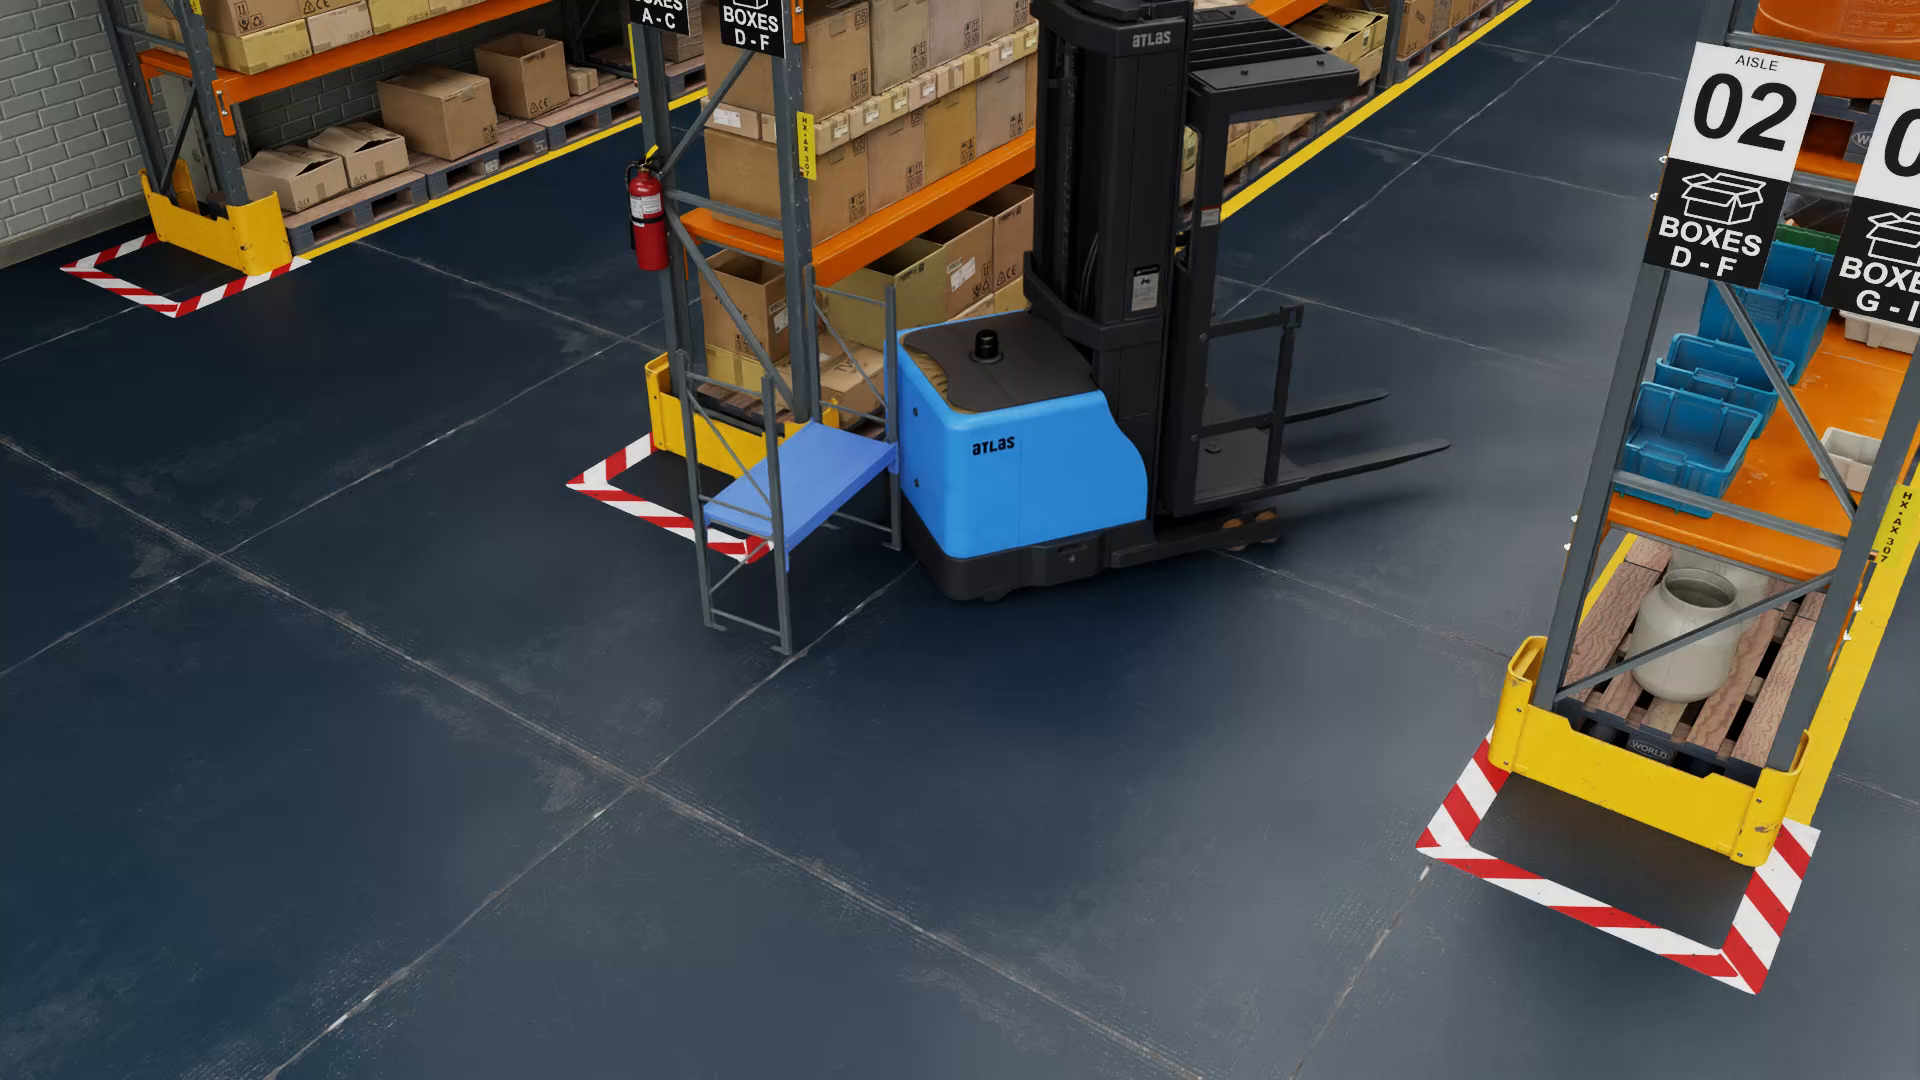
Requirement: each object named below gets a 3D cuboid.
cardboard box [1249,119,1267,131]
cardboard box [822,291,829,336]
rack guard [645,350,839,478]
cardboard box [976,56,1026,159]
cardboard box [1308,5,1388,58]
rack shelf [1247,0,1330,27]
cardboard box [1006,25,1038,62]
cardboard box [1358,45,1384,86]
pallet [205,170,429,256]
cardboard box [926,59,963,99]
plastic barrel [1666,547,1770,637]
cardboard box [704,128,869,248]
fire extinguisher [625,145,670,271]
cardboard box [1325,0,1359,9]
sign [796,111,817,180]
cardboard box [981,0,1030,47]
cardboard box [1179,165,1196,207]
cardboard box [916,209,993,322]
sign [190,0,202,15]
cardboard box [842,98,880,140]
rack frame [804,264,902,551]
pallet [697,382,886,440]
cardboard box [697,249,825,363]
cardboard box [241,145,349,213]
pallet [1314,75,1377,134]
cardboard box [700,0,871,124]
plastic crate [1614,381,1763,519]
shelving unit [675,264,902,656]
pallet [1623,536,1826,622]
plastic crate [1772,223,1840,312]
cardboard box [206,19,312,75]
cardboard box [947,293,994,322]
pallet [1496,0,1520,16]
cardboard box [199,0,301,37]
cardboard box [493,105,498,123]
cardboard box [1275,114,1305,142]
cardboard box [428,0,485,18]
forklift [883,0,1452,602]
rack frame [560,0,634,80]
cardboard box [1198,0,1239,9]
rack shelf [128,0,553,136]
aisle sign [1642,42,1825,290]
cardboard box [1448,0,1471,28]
[{"bbox_3d":[2.110,-3.381,12.651,0.500,0.311,0.500,20,39,27],"label":"cardboard box"},{"bbox_3d":[-0.857,-1.305,10.082,0.500,0.250,0.500,21,39,28],"label":"cardboard box"},{"bbox_3d":[-1.209,-0.649,9.263,1.175,0.500,0.348,21,39,28],"label":"rack guard"},{"bbox_3d":[-0.038,-2.661,9.917,0.700,0.500,0.500,23,40,30],"label":"cardboard box"},{"bbox_3d":[3.270,-4.324,14.046,0.500,0.311,0.500,22,40,29],"label":"cardboard box"},{"bbox_3d":[2.226,-4.158,12.863,1.077,0.370,4.000,21,39,28],"label":"rack shelf"},{"bbox_3d":[0.232,-2.945,9.759,0.380,0.149,0.250,23,40,30],"label":"cardboard box"},{"bbox_3d":[3.267,-4.092,14.202,0.500,0.250,0.500,22,40,29],"label":"cardboard box"},{"bbox_3d":[-4.731,-2.518,12.285,1.003,0.211,1.213,21,39,28],"label":"pallet"},{"bbox_3d":[-0.207,-2.593,9.238,0.380,0.149,0.250,20,39,27],"label":"cardboard box"},{"bbox_3d":[3.470,0.187,7.641,0.421,0.512,0.421,0,34,0],"label":"plastic barrel"},{"bbox_3d":[-0.918,-1.947,8.862,0.700,0.500,0.500,21,39,28],"label":"cardboard box"},{"bbox_3d":[-1.644,-1.757,8.739,0.296,0.674,0.183,21,39,28],"label":"fire extinguisher"},{"bbox_3d":[3.707,-5.029,15.347,0.500,0.500,0.500,23,40,30],"label":"cardboard box"},{"bbox_3d":[-0.742,-1.906,8.048,0.100,0.325,0.005,21,39,28],"label":"sign"},{"bbox_3d":[-0.020,-3.216,9.580,0.700,0.500,0.500,21,39,28],"label":"cardboard box"},{"bbox_3d":[1.519,-2.677,12.111,0.500,0.250,0.500,20,39,27],"label":"cardboard box"},{"bbox_3d":[-0.148,-1.681,9.969,0.500,0.500,0.500,21,39,28],"label":"cardboard box"},{"bbox_3d":[-4.821,-3.461,10.417,0.100,0.325,0.005,21,39,28],"label":"sign"},{"bbox_3d":[-0.646,-2.239,8.715,0.380,0.149,0.250,20,39,27],"label":"cardboard box"},{"bbox_3d":[-0.528,-0.638,8.355,0.500,1.500,0.032,17,38,24],"label":"rack frame"},{"bbox_3d":[-0.793,-0.905,9.900,1.003,0.211,1.213,21,39,28],"label":"pallet"},{"bbox_3d":[-1.134,-1.382,9.527,0.500,0.500,0.500,21,39,28],"label":"cardboard box"},{"bbox_3d":[-4.798,-2.634,11.974,0.500,0.311,0.500,17,37,23],"label":"cardboard box"},{"bbox_3d":[2.865,-3.855,14.262,1.003,0.211,1.213,21,39,28],"label":"pallet"},{"bbox_3d":[-0.888,-2.509,8.535,0.700,0.500,0.500,21,40,28],"label":"cardboard box"},{"bbox_3d":[2.912,-0.375,6.760,0.499,0.251,0.616,21,39,28],"label":"plastic crate"},{"bbox_3d":[-0.776,-0.390,7.988,0.538,1.500,1.048,17,38,24],"label":"shelving unit"},{"bbox_3d":[4.041,0.063,8.469,1.003,0.211,1.213,21,39,28],"label":"pallet"},{"bbox_3d":[4.147,-1.330,8.228,0.450,0.188,0.662,21,39,28],"label":"plastic crate"},{"bbox_3d":[-4.728,-3.345,11.135,0.500,0.250,0.500,20,39,27],"label":"cardboard box"},{"bbox_3d":[-0.139,-1.367,10.173,0.500,0.250,0.500,21,39,28],"label":"cardboard box"},{"bbox_3d":[5.215,-5.676,16.955,1.003,0.211,1.213,21,39,28],"label":"pallet"},{"bbox_3d":[-4.748,-3.656,10.925,0.500,0.500,0.500,21,39,28],"label":"cardboard box"},{"bbox_3d":[-3.914,-3.388,13.234,0.380,0.149,0.250,18,38,25],"label":"cardboard box"},{"bbox_3d":[2.396,-3.385,13.158,0.500,0.250,0.500,22,40,29],"label":"cardboard box"},{"bbox_3d":[-3.858,-4.053,12.181,0.500,0.250,0.500,22,40,29],"label":"cardboard box"},{"bbox_3d":[1.169,-1.420,8.233,3.031,2.935,1.130,-12,36,-17],"label":"forklift"},{"bbox_3d":[-2.986,-5.116,13.638,1.000,3.000,0.127,21,39,28],"label":"rack frame"},{"bbox_3d":[1.759,-3.774,11.878,0.380,0.149,0.250,21,39,28],"label":"cardboard box"},{"bbox_3d":[-4.126,-3.898,12.479,1.077,0.370,4.000,21,39,28],"label":"rack shelf"},{"bbox_3d":[2.587,-1.250,5.600,0.394,0.787,0.004,21,39,28],"label":"aisle sign"},{"bbox_3d":[4.445,-5.114,15.473,0.500,0.500,0.500,21,39,28],"label":"cardboard box"}]
